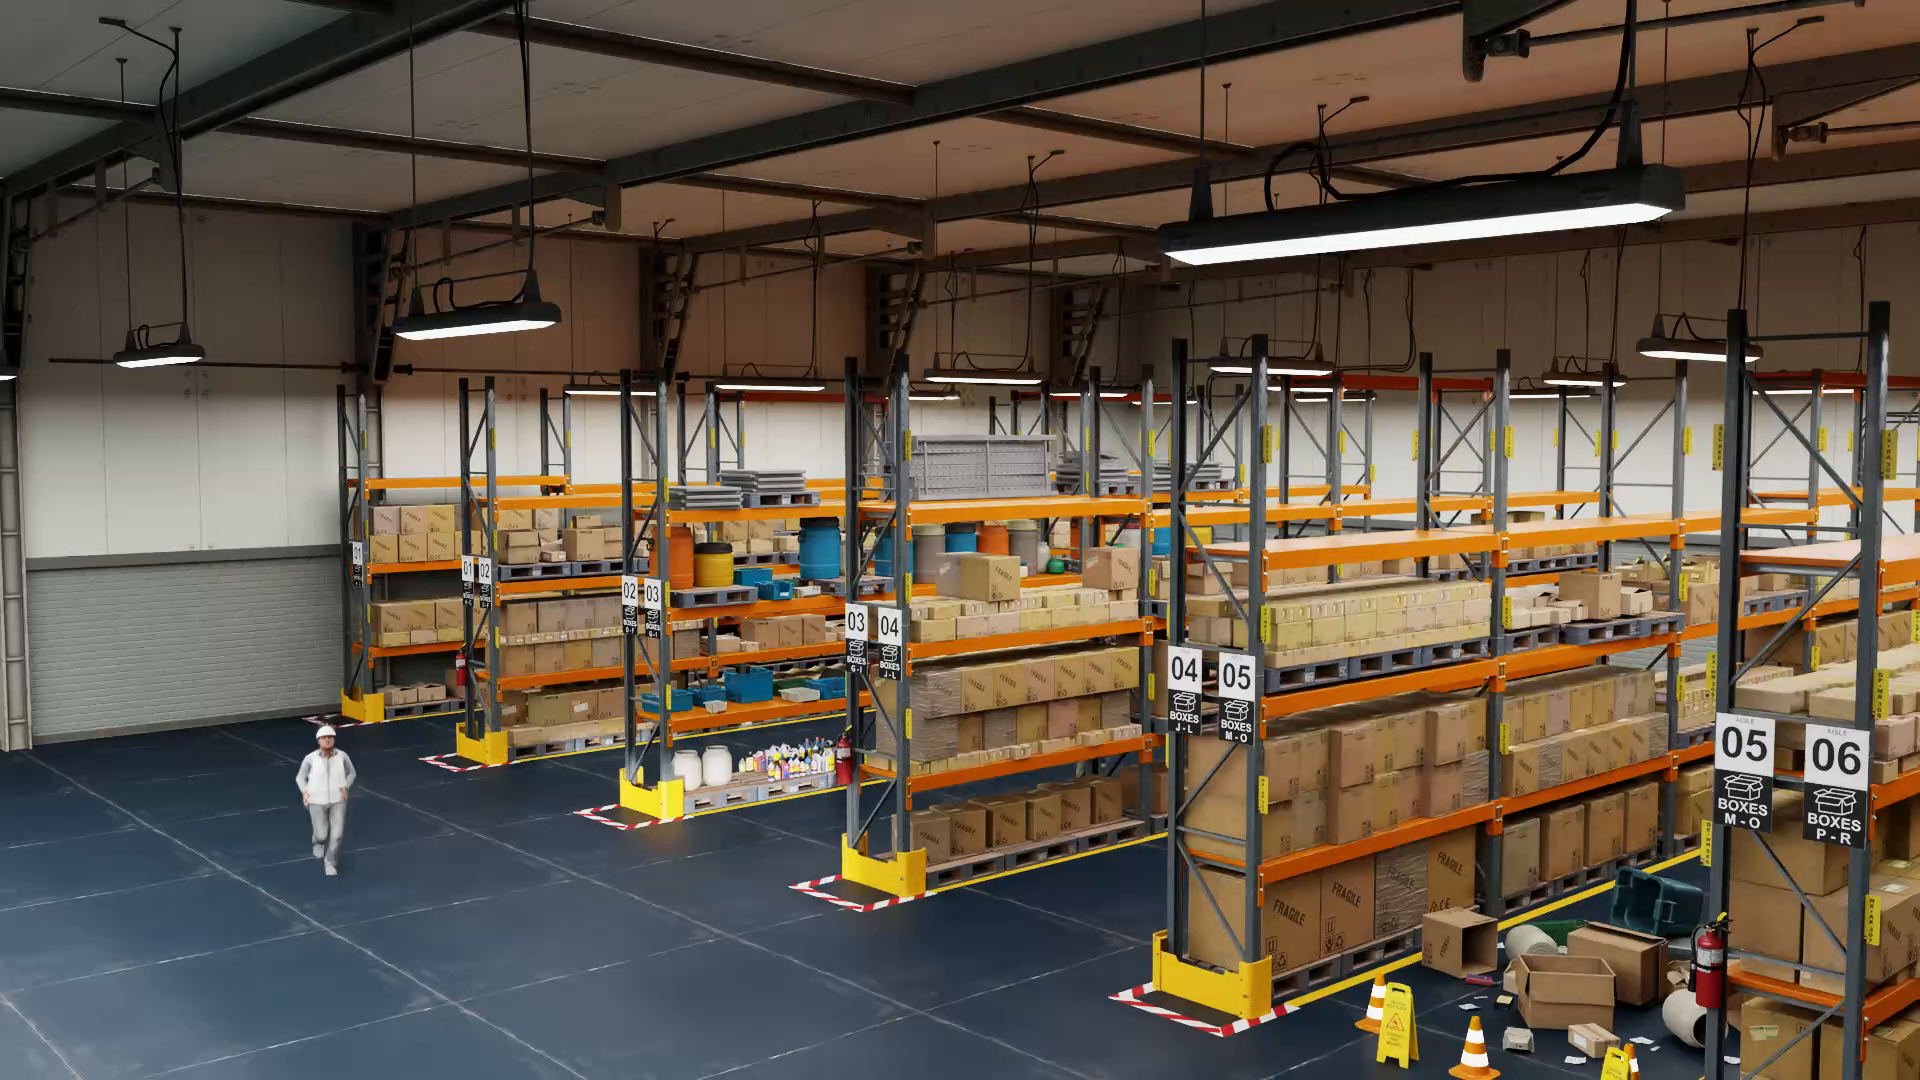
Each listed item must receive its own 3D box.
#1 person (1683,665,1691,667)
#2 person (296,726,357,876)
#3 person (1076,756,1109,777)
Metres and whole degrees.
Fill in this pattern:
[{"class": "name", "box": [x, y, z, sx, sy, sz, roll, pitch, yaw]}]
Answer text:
[{"class": "person", "box": [10.924, 2.694, 25.016, 0.608, 1.636, 0.546, -3, 5, -39]}, {"class": "person", "box": [-7.378, 3.002, 19.406, 0.659, 1.665, 0.538, -2, 4, -27]}, {"class": "person", "box": [1.893, 2.775, 24.438, 0.547, 1.564, 0.767, 3, 5, 40]}]
